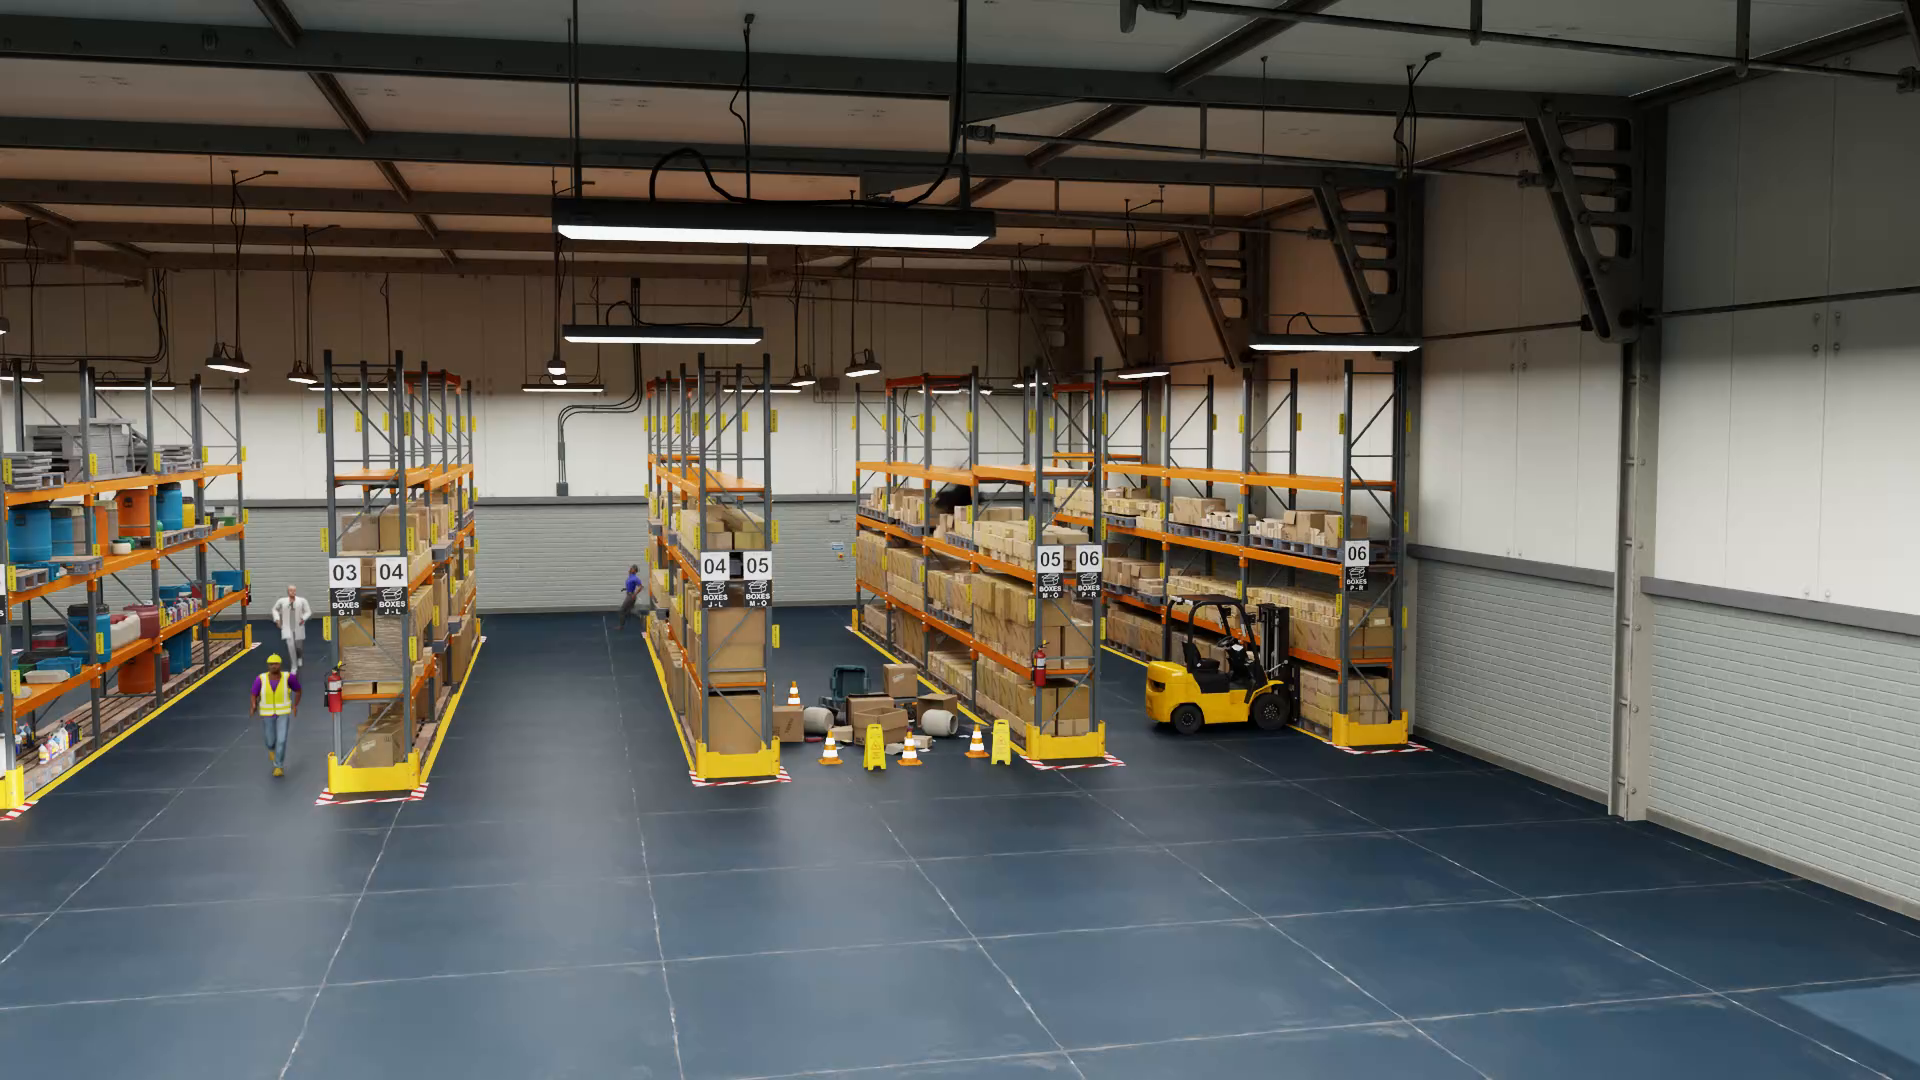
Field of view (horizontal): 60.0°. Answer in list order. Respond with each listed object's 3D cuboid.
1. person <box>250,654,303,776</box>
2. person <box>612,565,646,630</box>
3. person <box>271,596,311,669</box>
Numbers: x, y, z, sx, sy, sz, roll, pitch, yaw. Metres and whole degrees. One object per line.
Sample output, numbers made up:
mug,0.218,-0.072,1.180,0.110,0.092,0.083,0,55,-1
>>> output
person,-9.811,2.484,23.888,0.690,1.723,0.748,-1,4,-17
person,-7.980,1.394,40.221,0.835,1.600,0.647,-1,4,-17
person,-13.540,1.871,33.702,0.742,1.413,0.664,-2,4,-24
